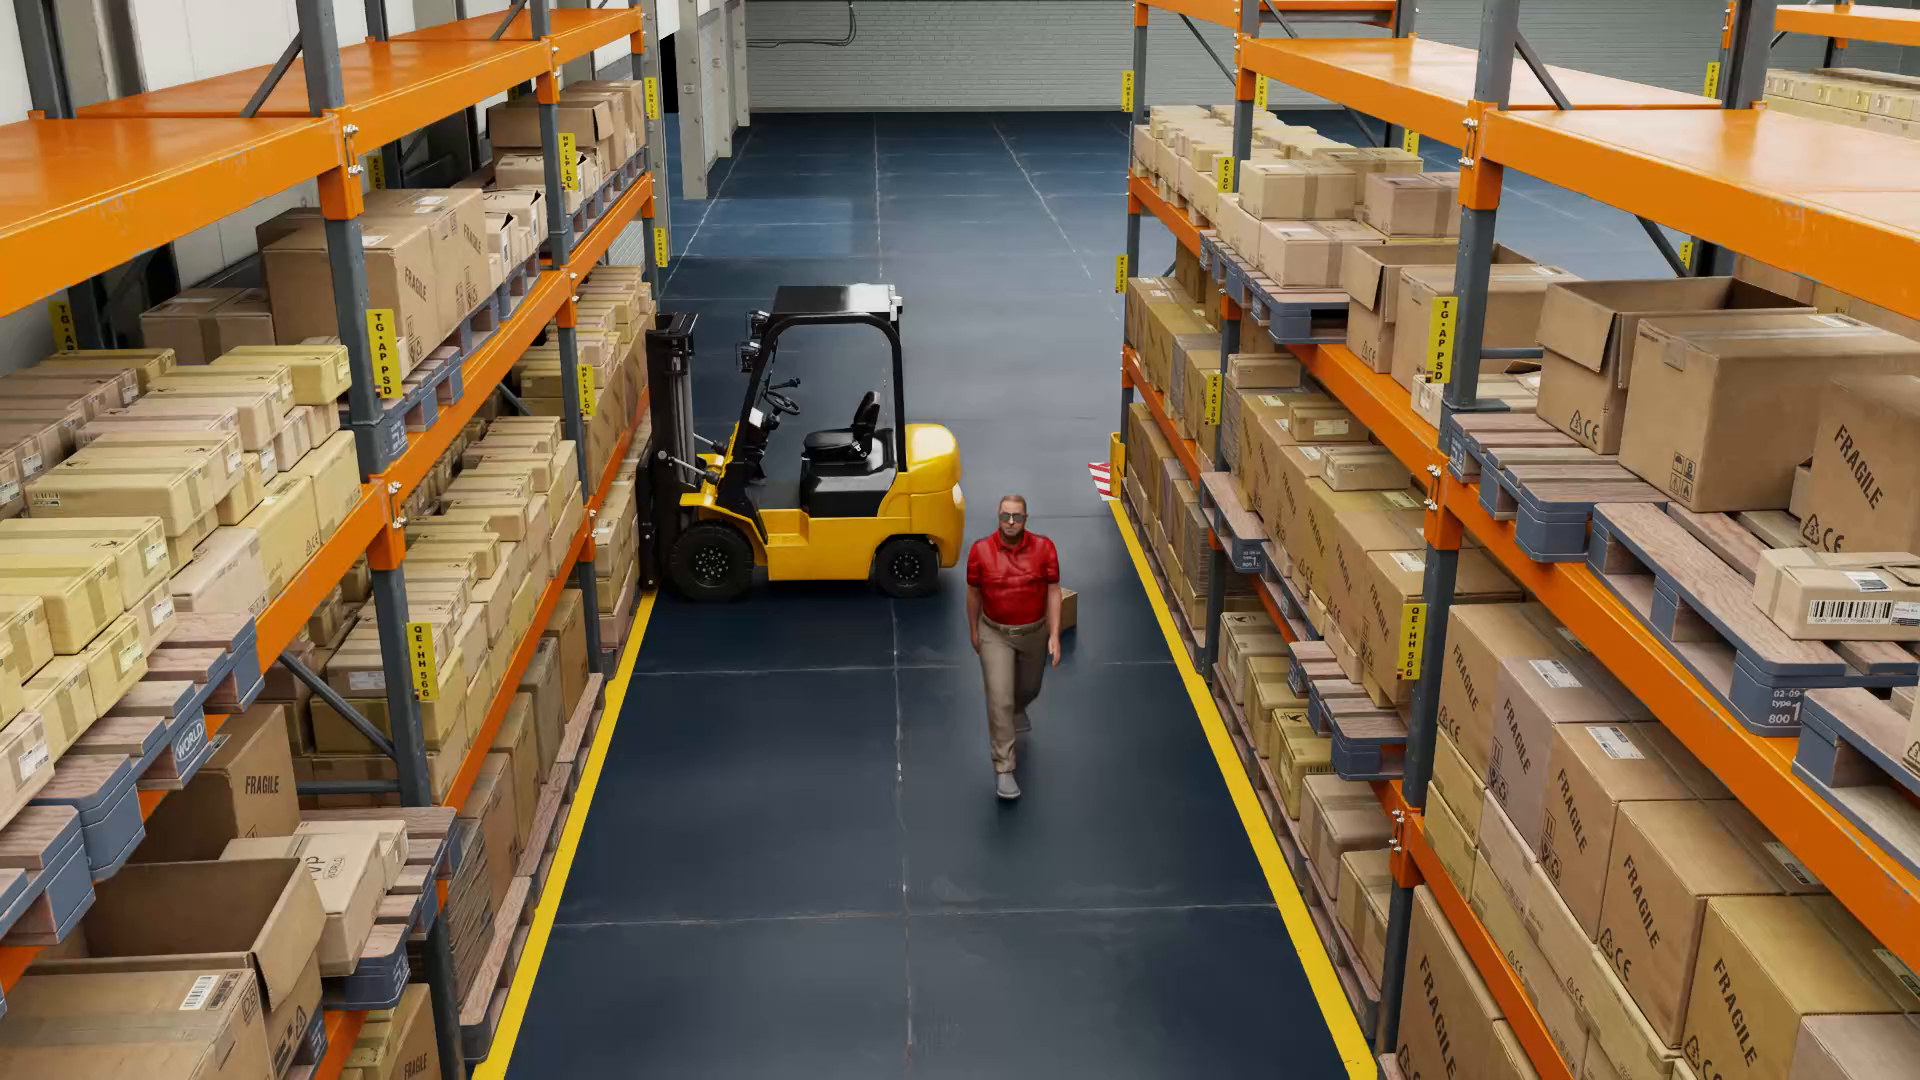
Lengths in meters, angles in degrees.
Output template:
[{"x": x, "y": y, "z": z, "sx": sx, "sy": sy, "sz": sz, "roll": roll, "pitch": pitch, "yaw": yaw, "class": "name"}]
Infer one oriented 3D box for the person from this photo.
[{"x": 0.316, "y": 0.540, "z": 9.630, "sx": 0.532, "sy": 1.674, "sz": 1.030, "roll": -3, "pitch": 20, "yaw": -8, "class": "person"}]
